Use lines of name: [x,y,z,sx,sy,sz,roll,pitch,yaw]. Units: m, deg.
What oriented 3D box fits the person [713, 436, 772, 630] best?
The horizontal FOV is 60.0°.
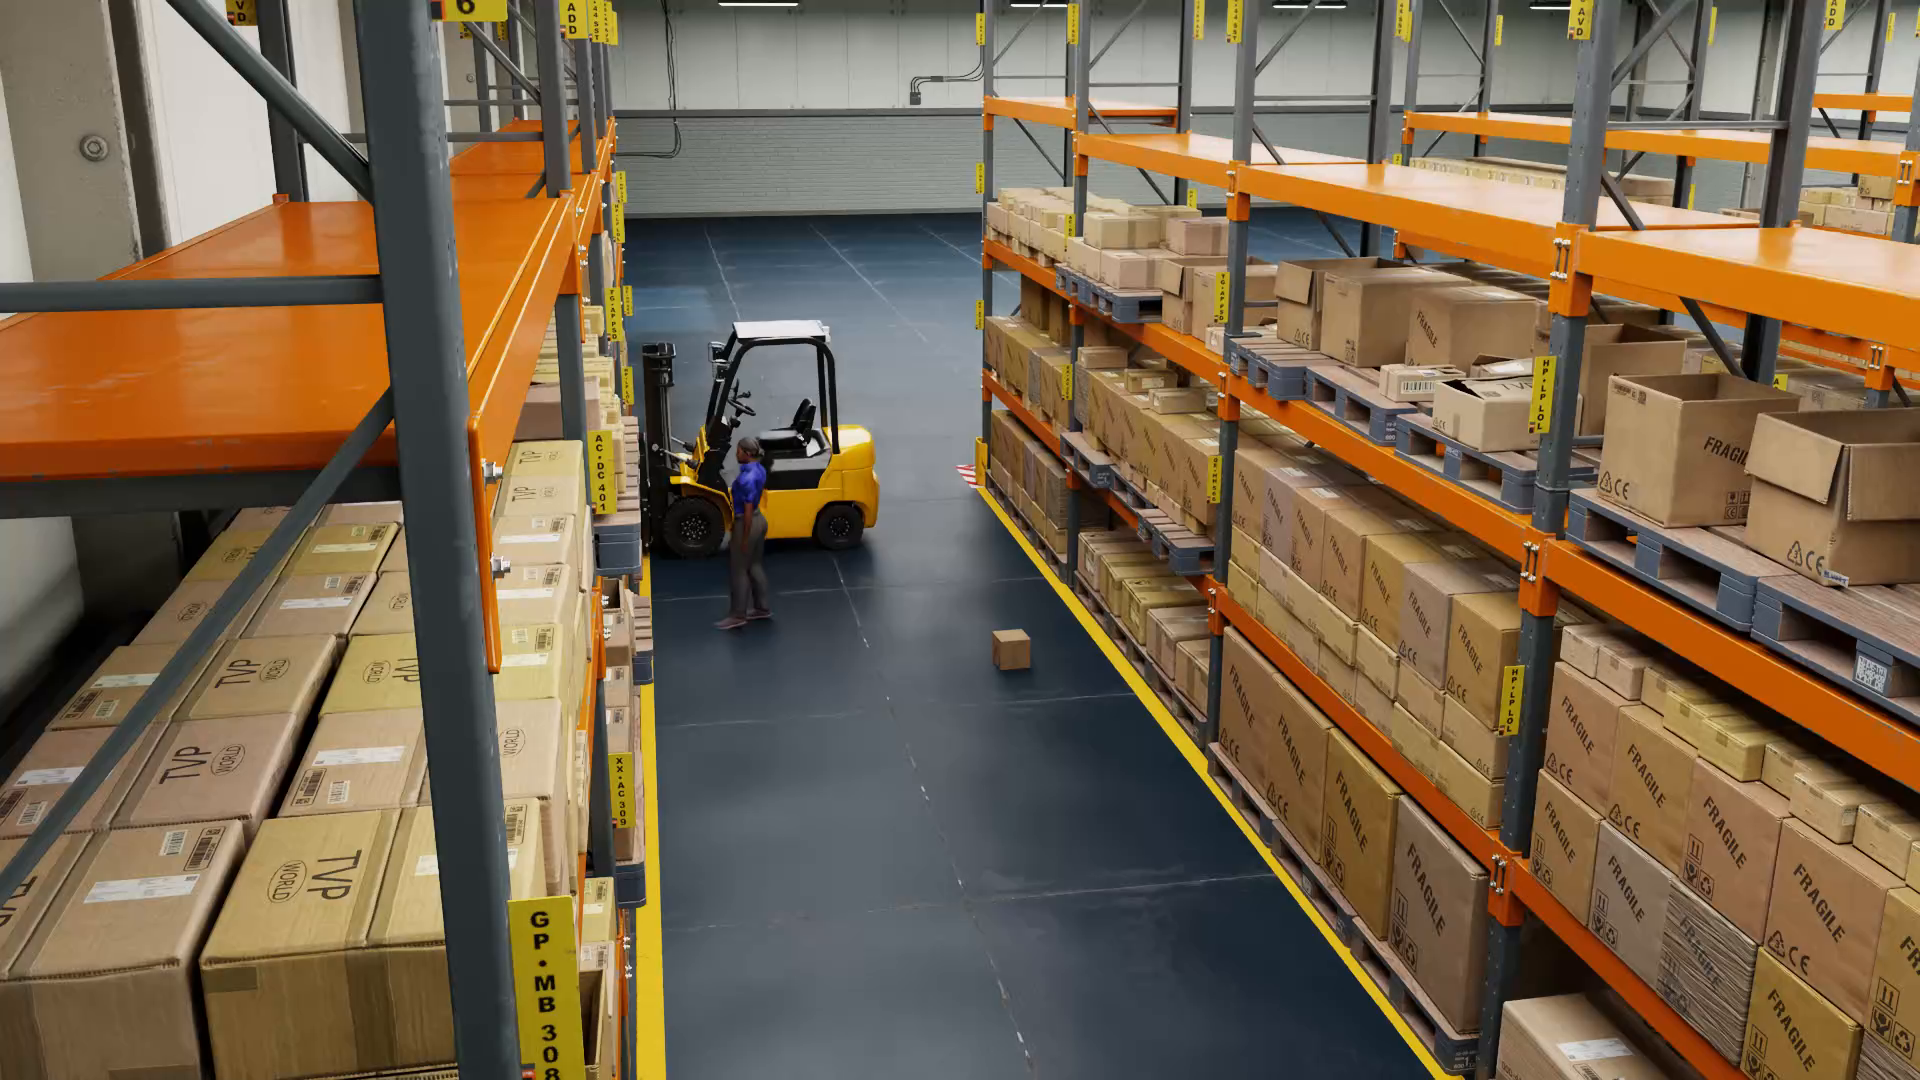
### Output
person: [-1.879,-0.078,14.285,0.462,1.679,0.485,3,17,9]
